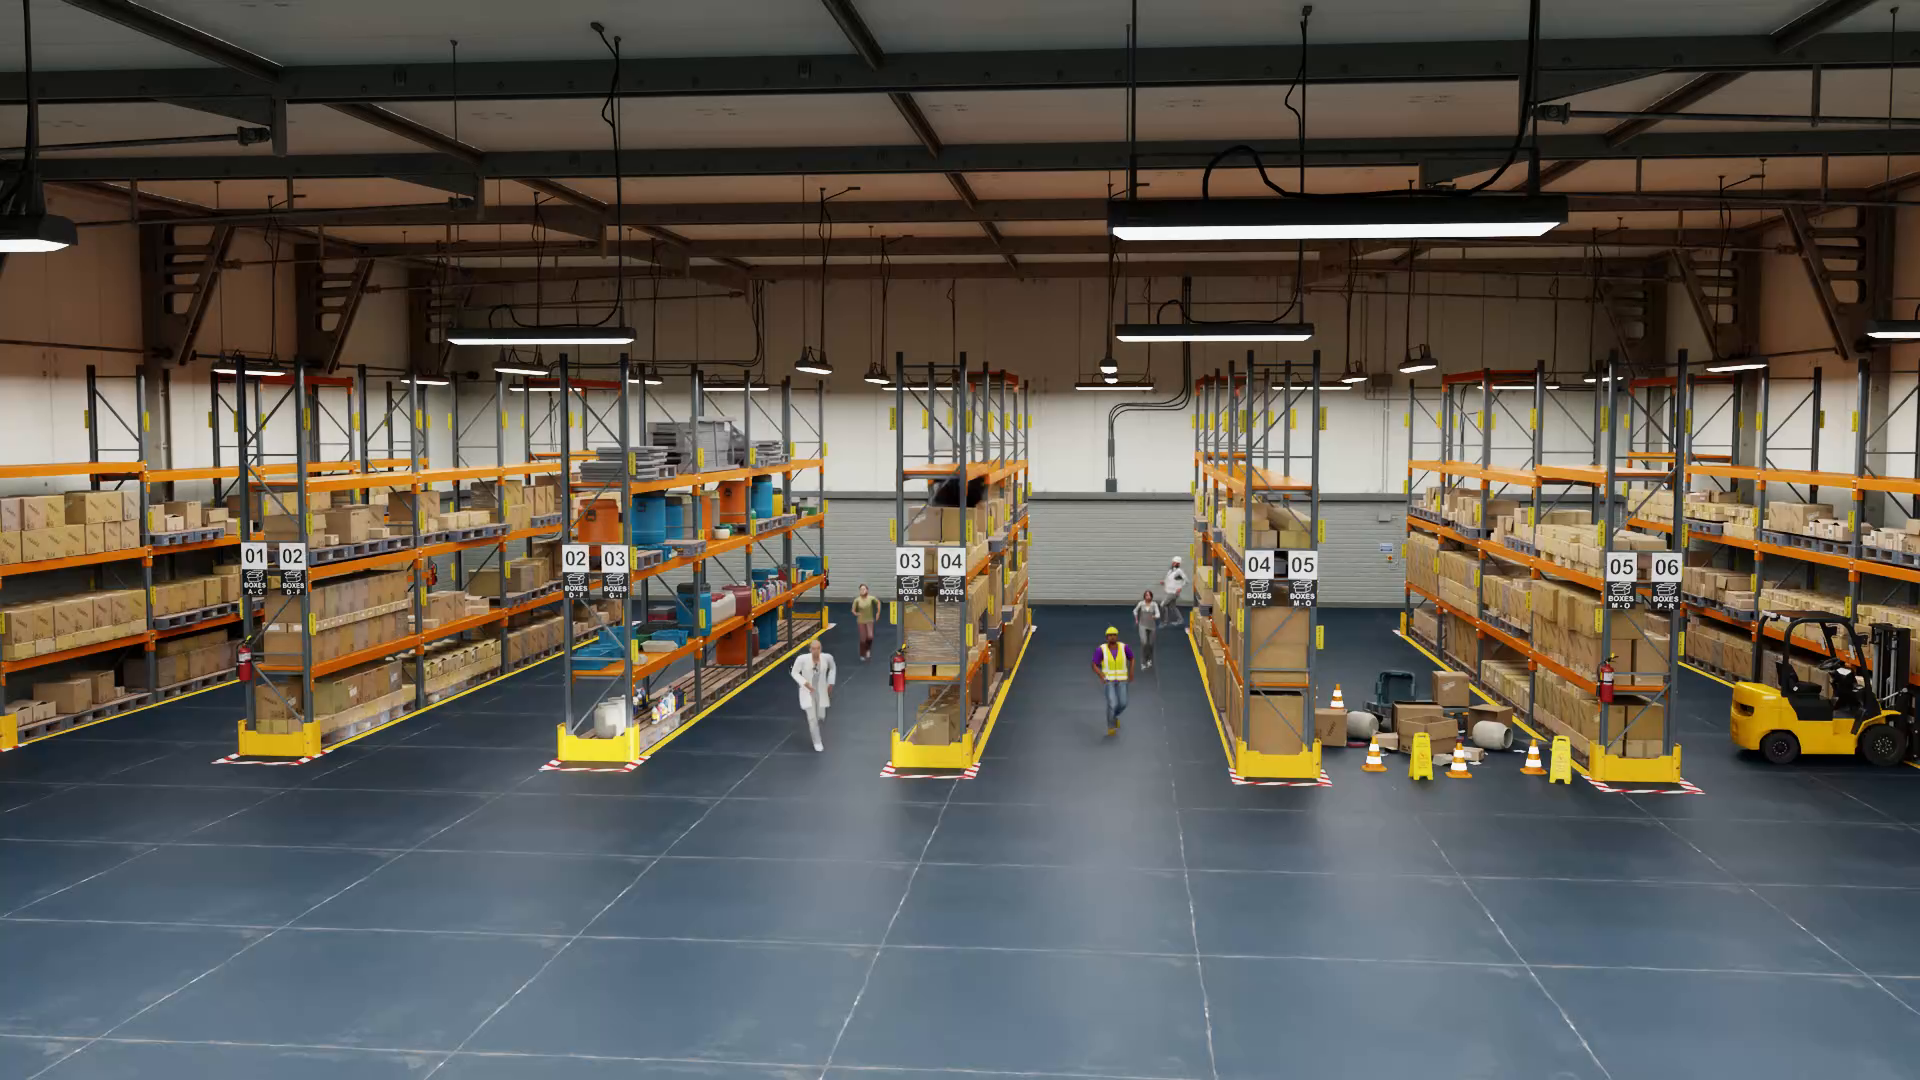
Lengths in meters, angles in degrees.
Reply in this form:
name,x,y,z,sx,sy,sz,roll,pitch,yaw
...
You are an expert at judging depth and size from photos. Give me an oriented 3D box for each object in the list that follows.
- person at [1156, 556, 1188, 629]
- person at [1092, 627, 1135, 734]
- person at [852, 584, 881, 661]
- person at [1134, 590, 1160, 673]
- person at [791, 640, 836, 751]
name,x,y,z,sx,sy,sz,roll,pitch,yaw
person,5.127,1.288,40.220,0.764,1.788,0.705,-1,4,-11
person,2.473,2.252,26.642,0.705,1.724,0.526,0,4,-5
person,-1.953,1.725,34.585,0.594,1.622,0.725,0,4,-1
person,3.770,1.870,33.497,0.508,1.549,0.728,0,4,0
person,-2.243,2.358,25.497,0.704,1.712,0.798,-1,4,-11
